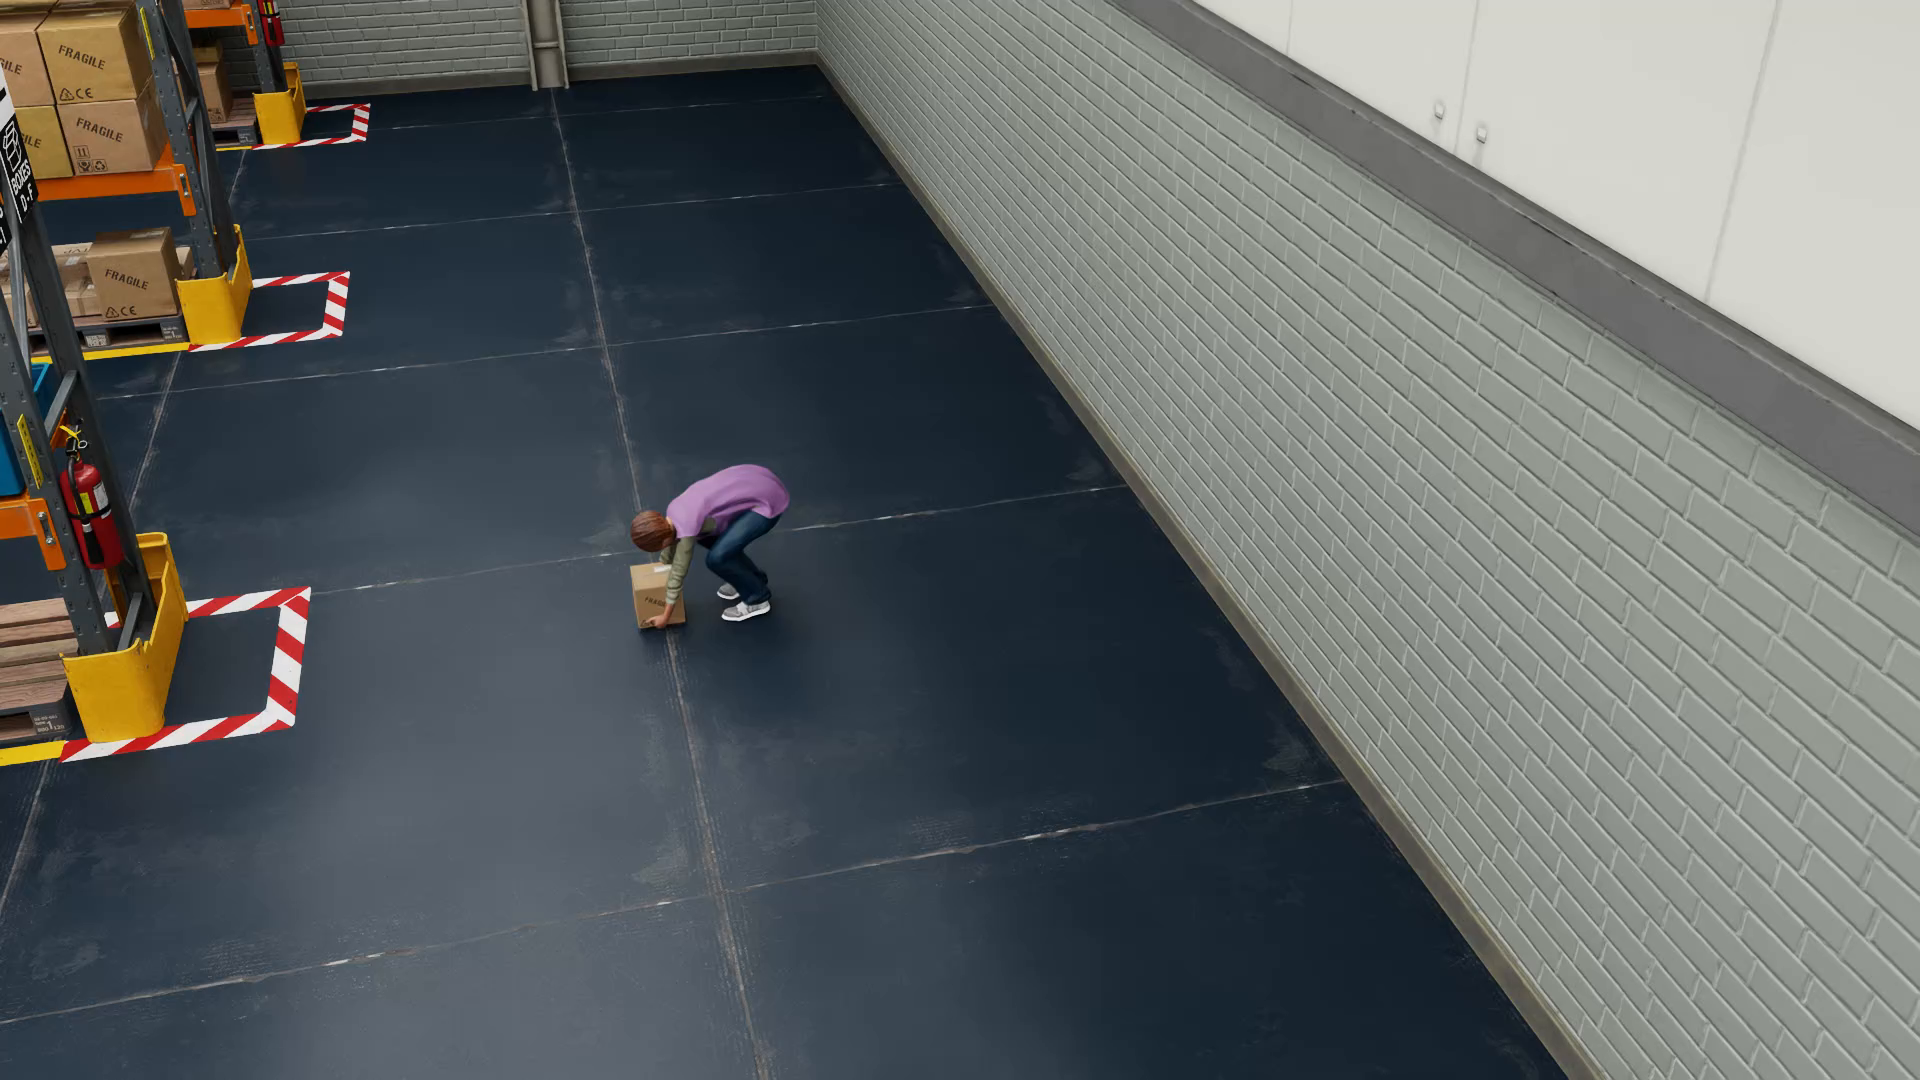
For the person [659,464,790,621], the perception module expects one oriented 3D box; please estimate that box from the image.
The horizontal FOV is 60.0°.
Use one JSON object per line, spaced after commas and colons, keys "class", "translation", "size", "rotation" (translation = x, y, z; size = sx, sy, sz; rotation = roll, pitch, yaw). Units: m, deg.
{"class": "person", "translation": [-3.816, -3.231, 12.116], "size": [2.876, 3.195, 10.315], "rotation": [-9, 32, -15]}
